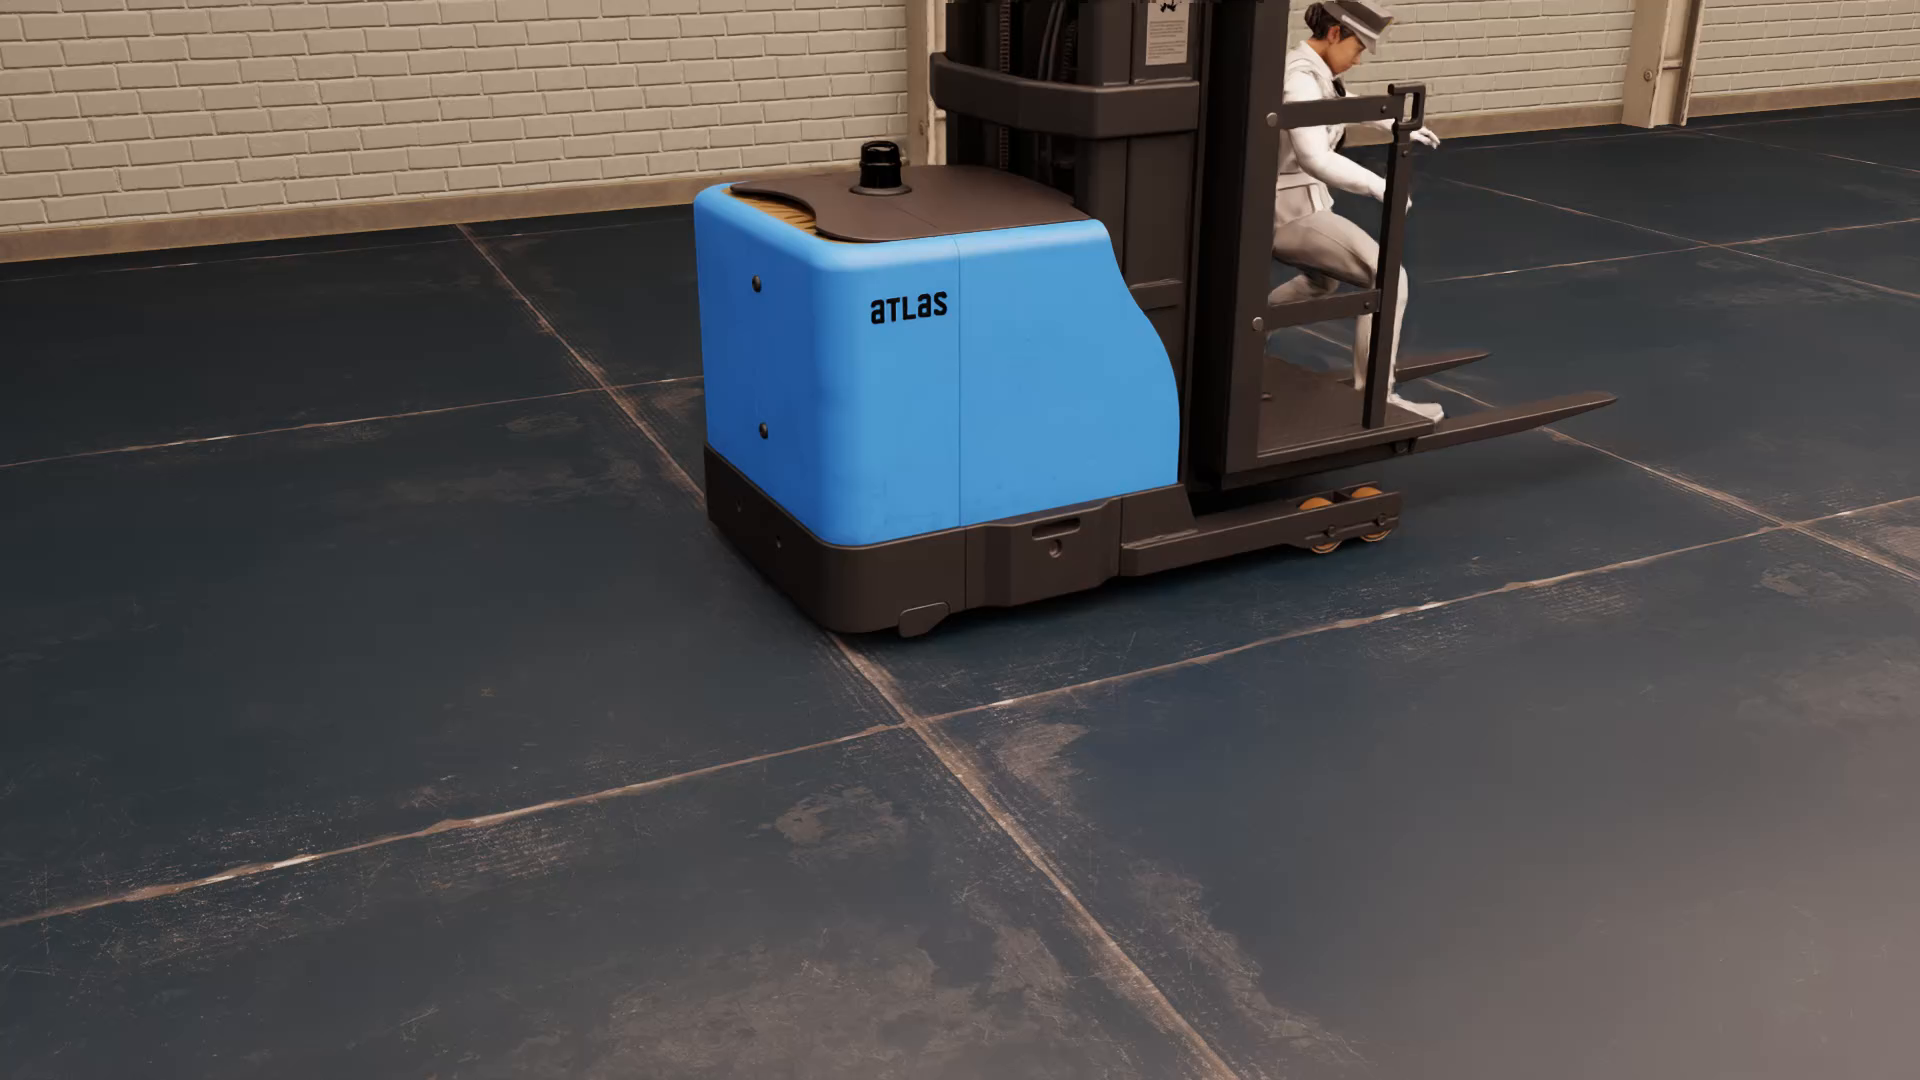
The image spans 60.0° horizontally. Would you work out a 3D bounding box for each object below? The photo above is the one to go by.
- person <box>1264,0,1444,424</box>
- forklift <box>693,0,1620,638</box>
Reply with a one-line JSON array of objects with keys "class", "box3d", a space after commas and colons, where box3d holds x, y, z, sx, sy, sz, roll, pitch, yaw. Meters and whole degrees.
[{"class": "person", "box3d": [1.299, -1.130, 5.702, 0.811, 1.485, 1.211, 6, 23, 14]}, {"class": "forklift", "box3d": [0.772, -1.479, 4.846, 3.031, 2.935, 1.130, -11, 25, -26]}]
